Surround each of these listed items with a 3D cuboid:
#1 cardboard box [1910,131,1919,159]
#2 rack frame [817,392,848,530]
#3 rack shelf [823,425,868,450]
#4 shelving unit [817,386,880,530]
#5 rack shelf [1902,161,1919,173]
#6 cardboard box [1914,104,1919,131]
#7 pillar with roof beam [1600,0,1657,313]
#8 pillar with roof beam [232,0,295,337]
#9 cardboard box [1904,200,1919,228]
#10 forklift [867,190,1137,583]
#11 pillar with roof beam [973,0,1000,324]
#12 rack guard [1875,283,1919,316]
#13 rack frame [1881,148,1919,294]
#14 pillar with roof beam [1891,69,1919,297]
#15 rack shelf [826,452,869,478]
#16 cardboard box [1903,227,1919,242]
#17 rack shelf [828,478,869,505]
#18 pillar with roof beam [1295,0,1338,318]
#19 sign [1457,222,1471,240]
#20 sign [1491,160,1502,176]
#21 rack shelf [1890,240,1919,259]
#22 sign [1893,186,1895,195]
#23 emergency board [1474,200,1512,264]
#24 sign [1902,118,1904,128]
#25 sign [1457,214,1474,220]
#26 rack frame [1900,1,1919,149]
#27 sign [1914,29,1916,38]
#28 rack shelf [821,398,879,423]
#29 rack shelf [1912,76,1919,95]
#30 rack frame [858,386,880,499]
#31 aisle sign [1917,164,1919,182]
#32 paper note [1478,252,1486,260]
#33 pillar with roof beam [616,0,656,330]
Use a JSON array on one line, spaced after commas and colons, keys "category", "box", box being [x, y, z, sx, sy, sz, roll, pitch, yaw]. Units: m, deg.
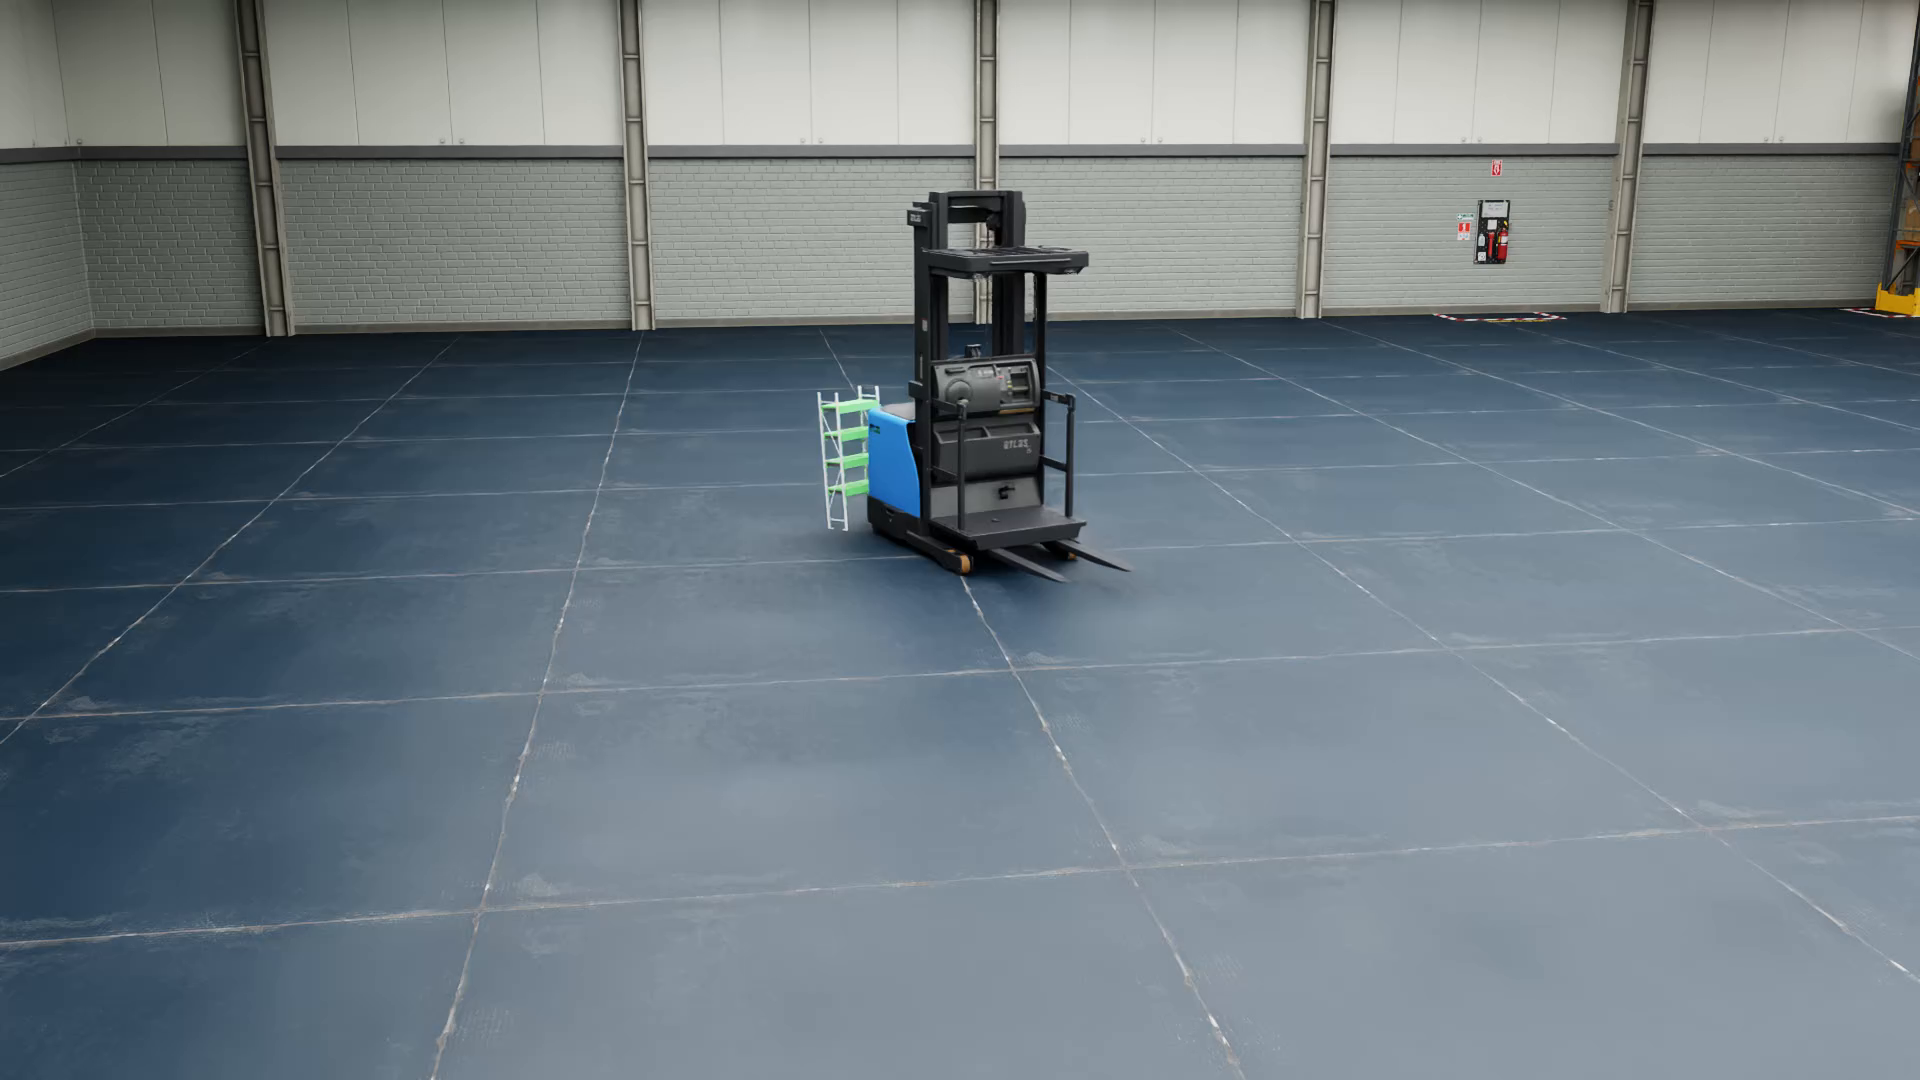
[{"category": "cardboard box", "box": [18.070, -7.336, 30.895, 0.500, 0.500, 0.500, -1, 14, -4]}, {"category": "rack frame", "box": [-1.104, -0.682, 14.433, 0.240, 1.200, 0.015, 6, 14, 42]}, {"category": "rack shelf", "box": [-0.950, -0.898, 14.574, 0.258, 0.148, 0.480, 6, 14, 42]}, {"category": "shelving unit", "box": [-0.939, -0.726, 14.607, 0.258, 1.200, 0.503, 6, 14, 42]}, {"category": "rack shelf", "box": [19.673, -6.925, 30.983, 4.000, 0.370, 1.077, -2, 14, -8]}, {"category": "cardboard box", "box": [18.082, -7.824, 30.783, 0.500, 0.500, 0.500, -1, 14, -6]}, {"category": "pillar with roof beam", "box": [12.967, -7.637, 26.176, 0.400, 9.000, 9.100, -2, 14, -8]}, {"category": "pillar with roof beam", "box": [-10.766, -6.768, 22.708, 0.400, 9.000, 9.100, -2, 14, -8]}, {"category": "cardboard box", "box": [18.129, -6.116, 31.168, 0.500, 0.500, 0.500, -2, 14, -9]}, {"category": "forklift", "box": [0.322, -1.265, 13.241, 1.130, 2.935, 3.031, -7, 16, -27]}, {"category": "pillar with roof beam", "box": [1.101, -7.202, 24.442, 0.400, 9.000, 9.100, -2, 14, -8]}, {"category": "rack guard", "box": [17.770, -4.537, 31.286, 0.348, 0.500, 1.175, -2, 14, -8]}, {"category": "rack frame", "box": [17.695, -5.747, 30.971, 0.127, 3.000, 1.000, -2, 14, -8]}, {"category": "pillar with roof beam", "box": [18.900, -7.855, 27.043, 0.400, 9.000, 9.100, -2, 14, -8]}, {"category": "rack shelf", "box": [-0.935, -0.663, 14.619, 0.258, 0.148, 0.480, 6, 14, 42]}, {"category": "cardboard box", "box": [18.128, -5.748, 31.240, 0.500, 0.250, 0.500, -2, 14, -7]}, {"category": "rack shelf", "box": [-0.920, -0.428, 14.663, 0.258, 0.148, 0.480, 6, 14, 42]}, {"category": "pillar with roof beam", "box": [7.034, -7.420, 25.309, 0.400, 9.000, 9.100, -2, 14, -8]}, {"category": "sign", "box": [9.314, -5.705, 30.729, 0.234, 0.329, 0.001, -2, 14, -8]}, {"category": "sign", "box": [9.853, -6.831, 30.527, 0.199, 0.298, 0.001, -2, 14, -8]}, {"category": "rack shelf", "box": [19.673, -5.471, 31.348, 4.000, 0.370, 1.077, -2, 14, -8]}, {"category": "sign", "box": [17.632, -6.596, 31.327, 0.005, 0.325, 0.100, -2, 14, -8]}, {"category": "emergency board", "box": [9.876, -5.683, 30.714, 0.643, 1.169, 0.194, -2, 14, -8]}, {"category": "sign", "box": [17.632, -7.766, 31.034, 0.005, 0.325, 0.100, -2, 14, -8]}, {"category": "sign", "box": [9.320, -5.960, 30.657, 0.331, 0.109, 0.001, -2, 14, -8]}, {"category": "rack frame", "box": [17.695, -8.657, 30.241, 0.127, 3.000, 1.000, -2, 14, -8]}, {"category": "sign", "box": [17.632, -9.321, 30.644, 0.005, 0.325, 0.100, -2, 14, -8]}, {"category": "rack shelf", "box": [-0.965, -1.134, 14.530, 0.258, 0.148, 0.480, 6, 14, 42]}, {"category": "rack shelf", "box": [19.673, -8.379, 30.618, 4.000, 0.370, 1.077, -2, 14, -8]}, {"category": "rack frame", "box": [-0.774, -0.769, 14.781, 0.240, 1.200, 0.015, 6, 14, 42]}, {"category": "aisle sign", "box": [17.669, -6.933, 30.357, 0.004, 0.787, 0.394, -2, 14, -8]}, {"category": "paper note", "box": [9.691, -5.266, 30.862, 0.142, 0.148, 0.016, -2, 14, -8]}, {"category": "pillar with roof beam", "box": [-4.833, -6.985, 23.575, 0.400, 9.000, 9.100, -2, 14, -8]}]
